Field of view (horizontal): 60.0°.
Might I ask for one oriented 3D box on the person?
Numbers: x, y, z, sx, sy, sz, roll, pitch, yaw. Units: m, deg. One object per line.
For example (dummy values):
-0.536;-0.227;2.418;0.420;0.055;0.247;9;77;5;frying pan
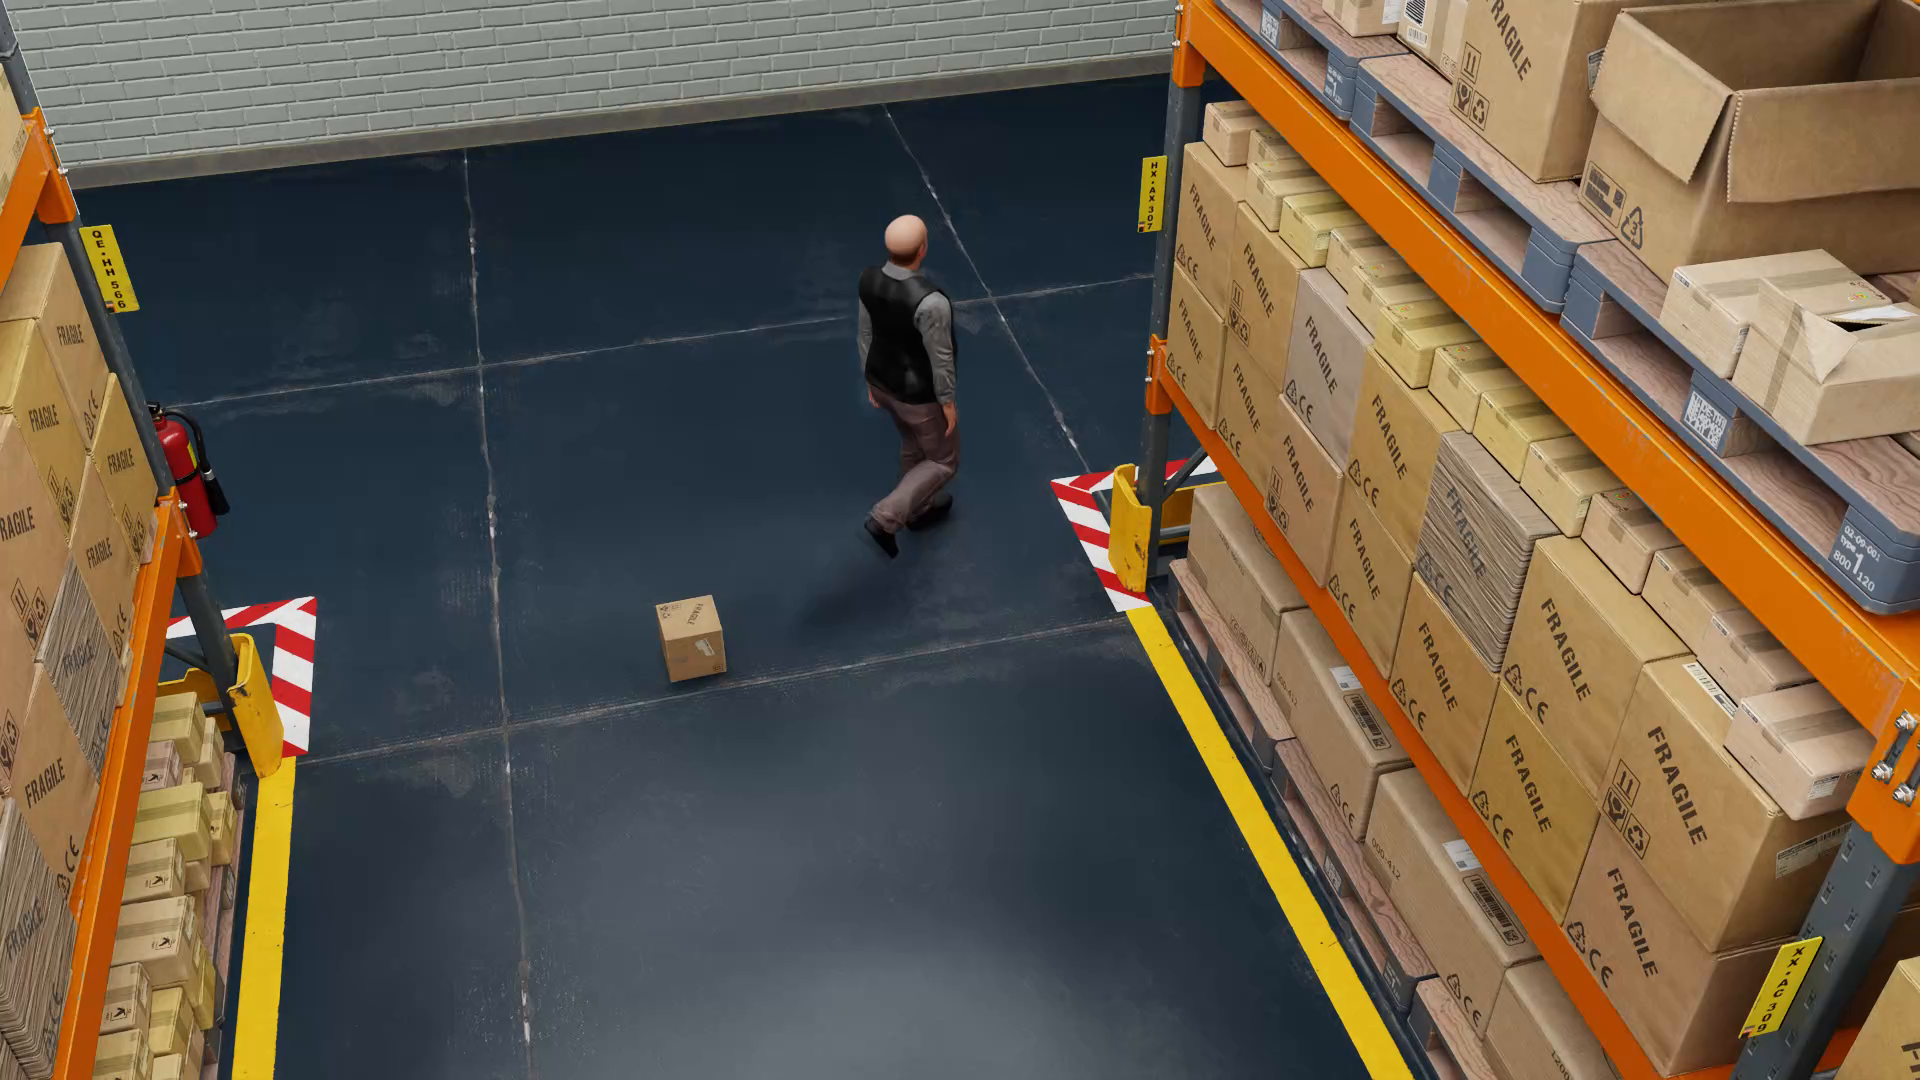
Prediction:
-0.254;-0.681;7.584;0.704;1.707;0.537;-32;48;-34;person
